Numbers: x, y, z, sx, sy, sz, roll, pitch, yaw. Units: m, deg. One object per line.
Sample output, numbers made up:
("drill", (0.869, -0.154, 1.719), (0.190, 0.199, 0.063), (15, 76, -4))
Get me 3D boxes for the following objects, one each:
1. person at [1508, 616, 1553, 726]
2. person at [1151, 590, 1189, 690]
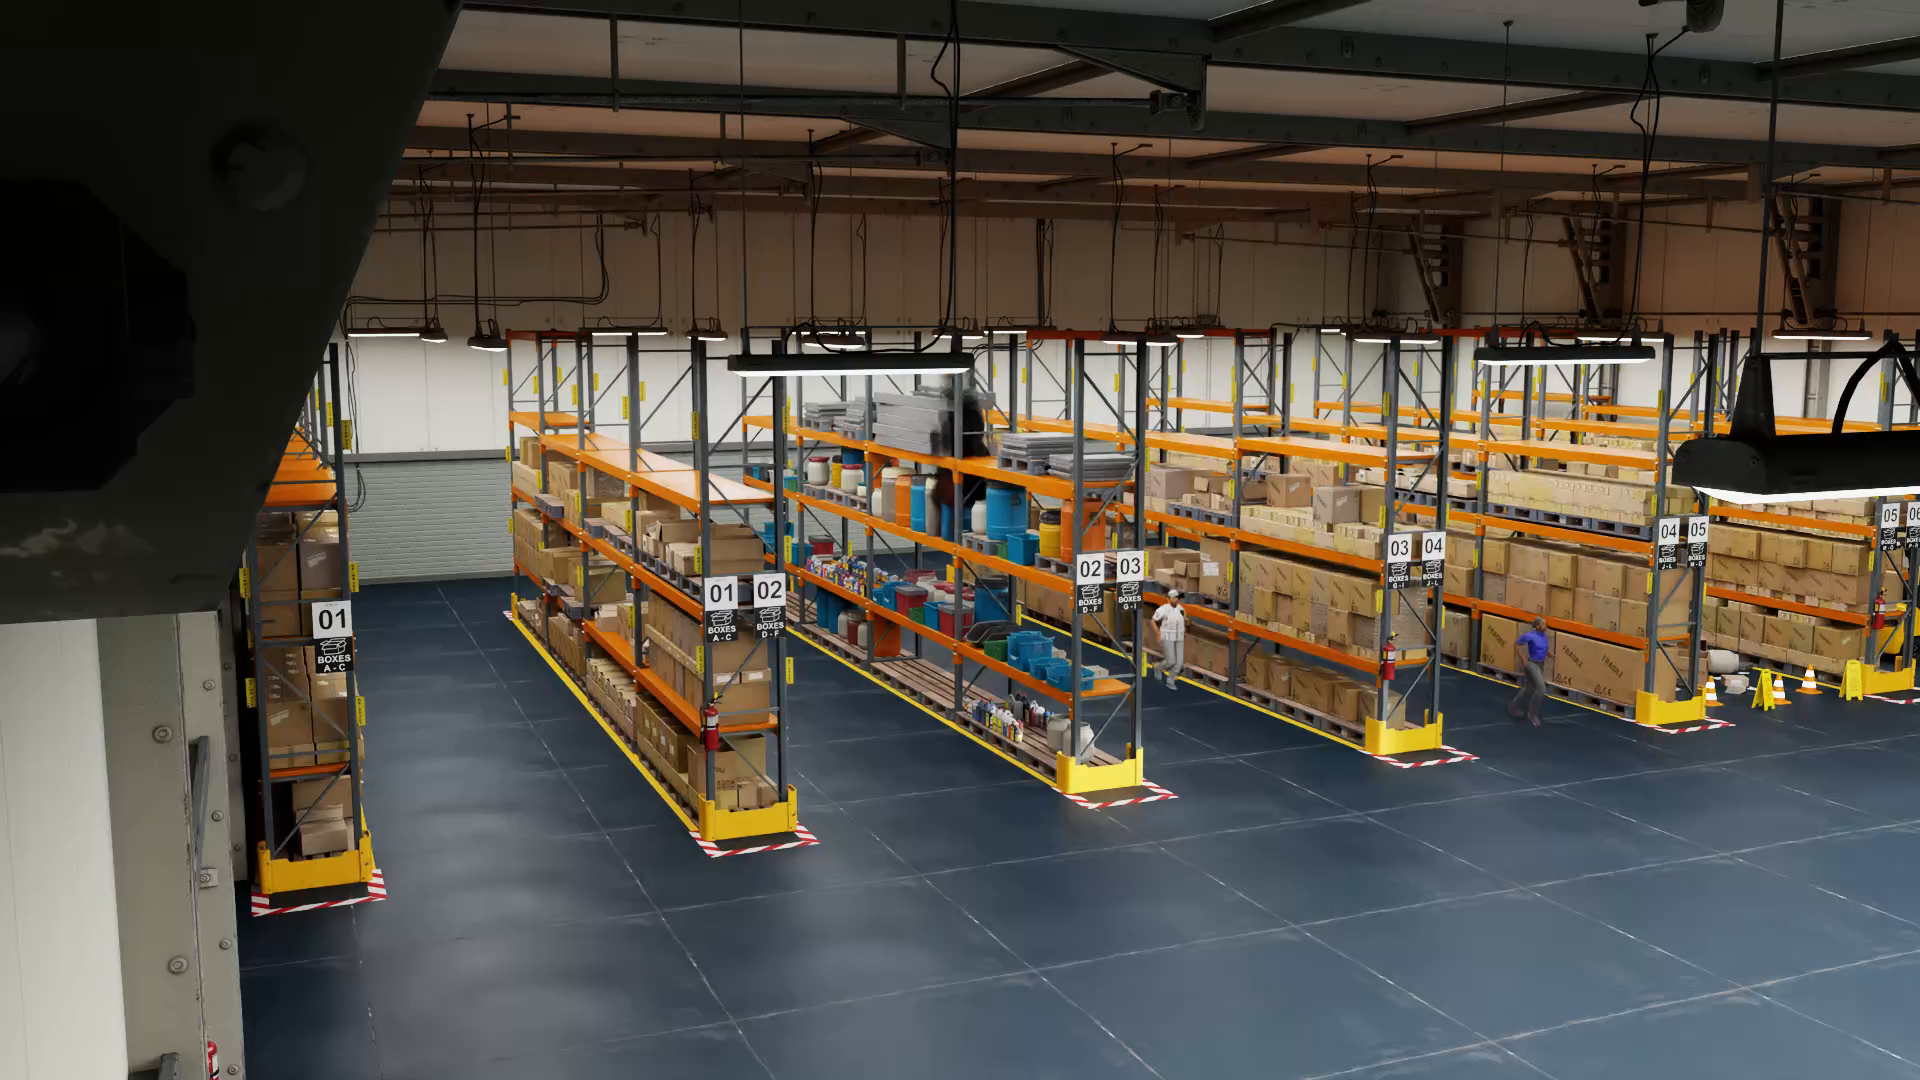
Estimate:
("person", (8.923, 2.030, 25.907), (0.561, 1.704, 0.707), (-6, 10, -39))
("person", (3.431, 1.608, 26.891), (0.621, 1.621, 0.554), (-3, 8, -20))
